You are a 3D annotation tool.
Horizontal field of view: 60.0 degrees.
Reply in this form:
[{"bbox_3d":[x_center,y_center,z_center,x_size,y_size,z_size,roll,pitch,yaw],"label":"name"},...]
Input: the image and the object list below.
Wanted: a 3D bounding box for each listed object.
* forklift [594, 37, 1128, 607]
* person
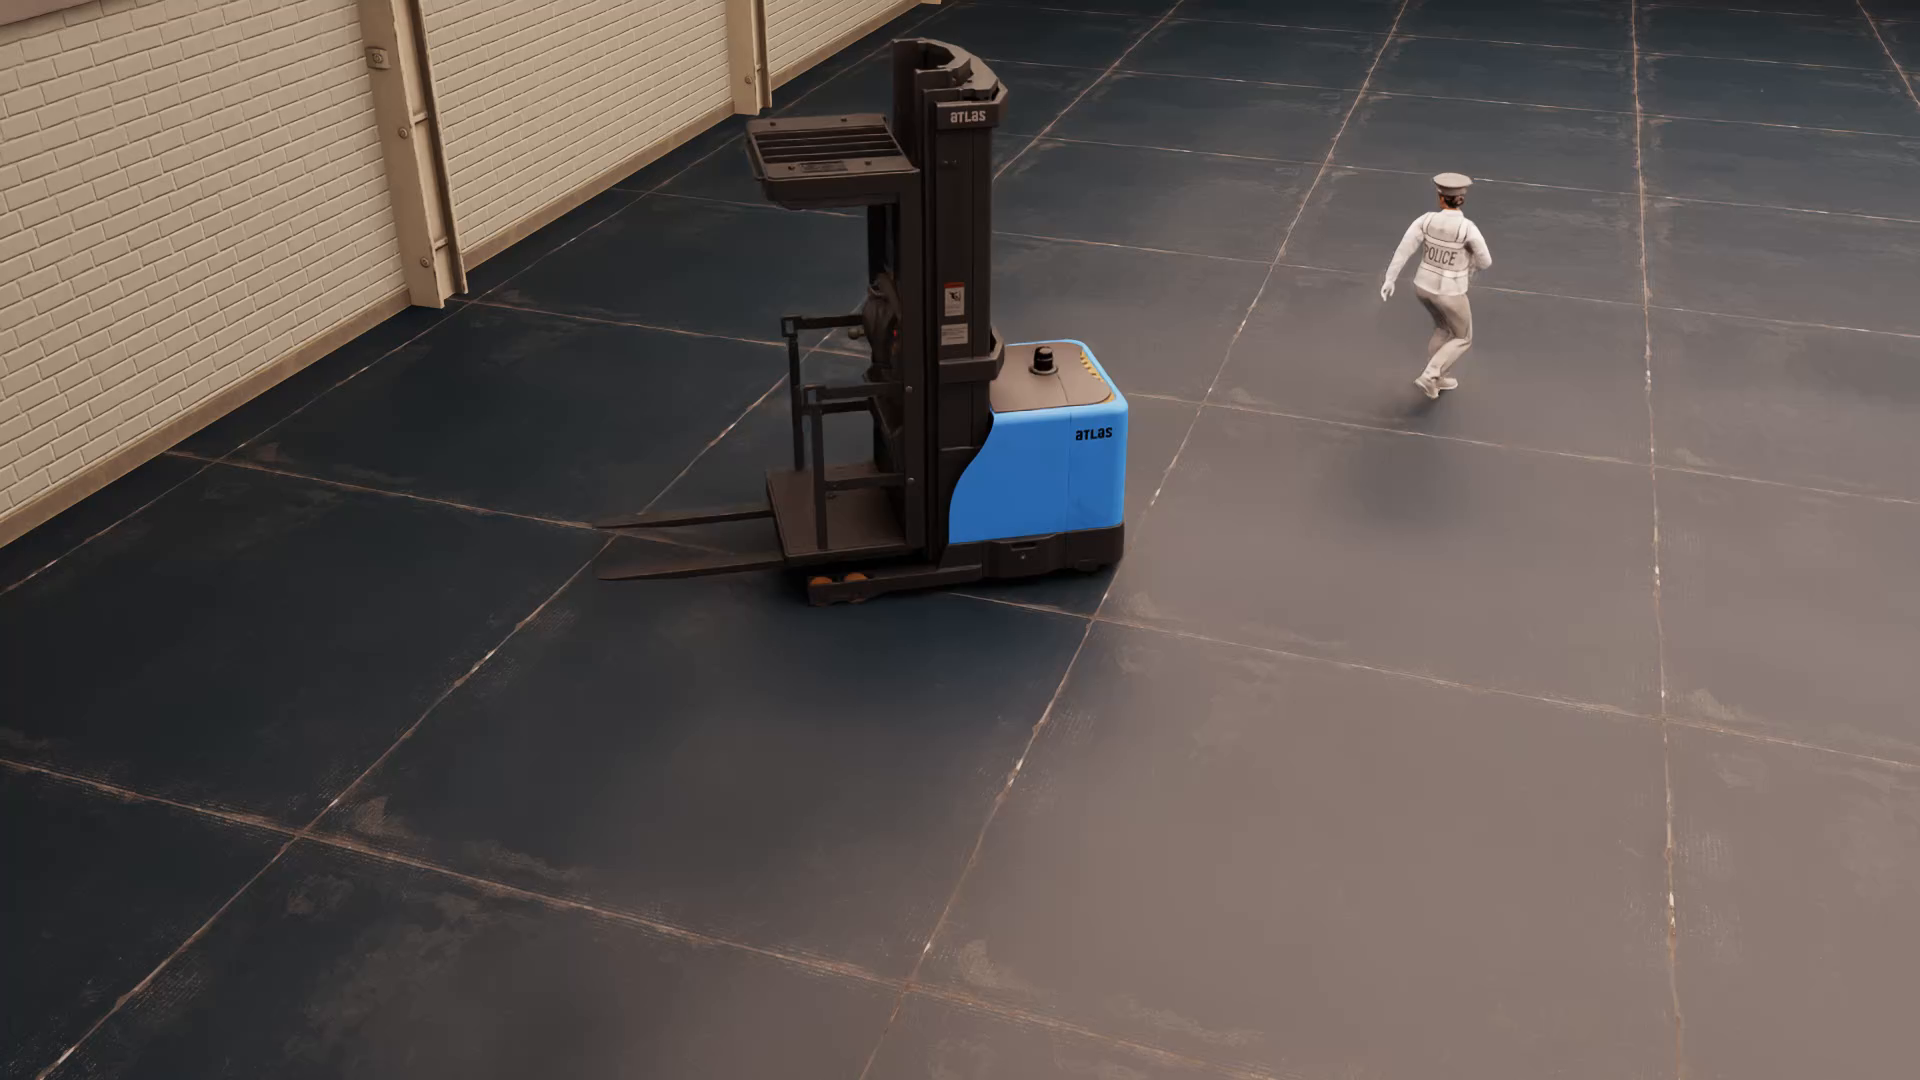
[{"bbox_3d":[-0.613,-1.182,9.209,3.031,2.935,1.130,-6,30,-11],"label":"forklift"},{"bbox_3d":[3.345,-1.756,11.568,0.613,1.605,0.605,-20,35,-31],"label":"person"}]
